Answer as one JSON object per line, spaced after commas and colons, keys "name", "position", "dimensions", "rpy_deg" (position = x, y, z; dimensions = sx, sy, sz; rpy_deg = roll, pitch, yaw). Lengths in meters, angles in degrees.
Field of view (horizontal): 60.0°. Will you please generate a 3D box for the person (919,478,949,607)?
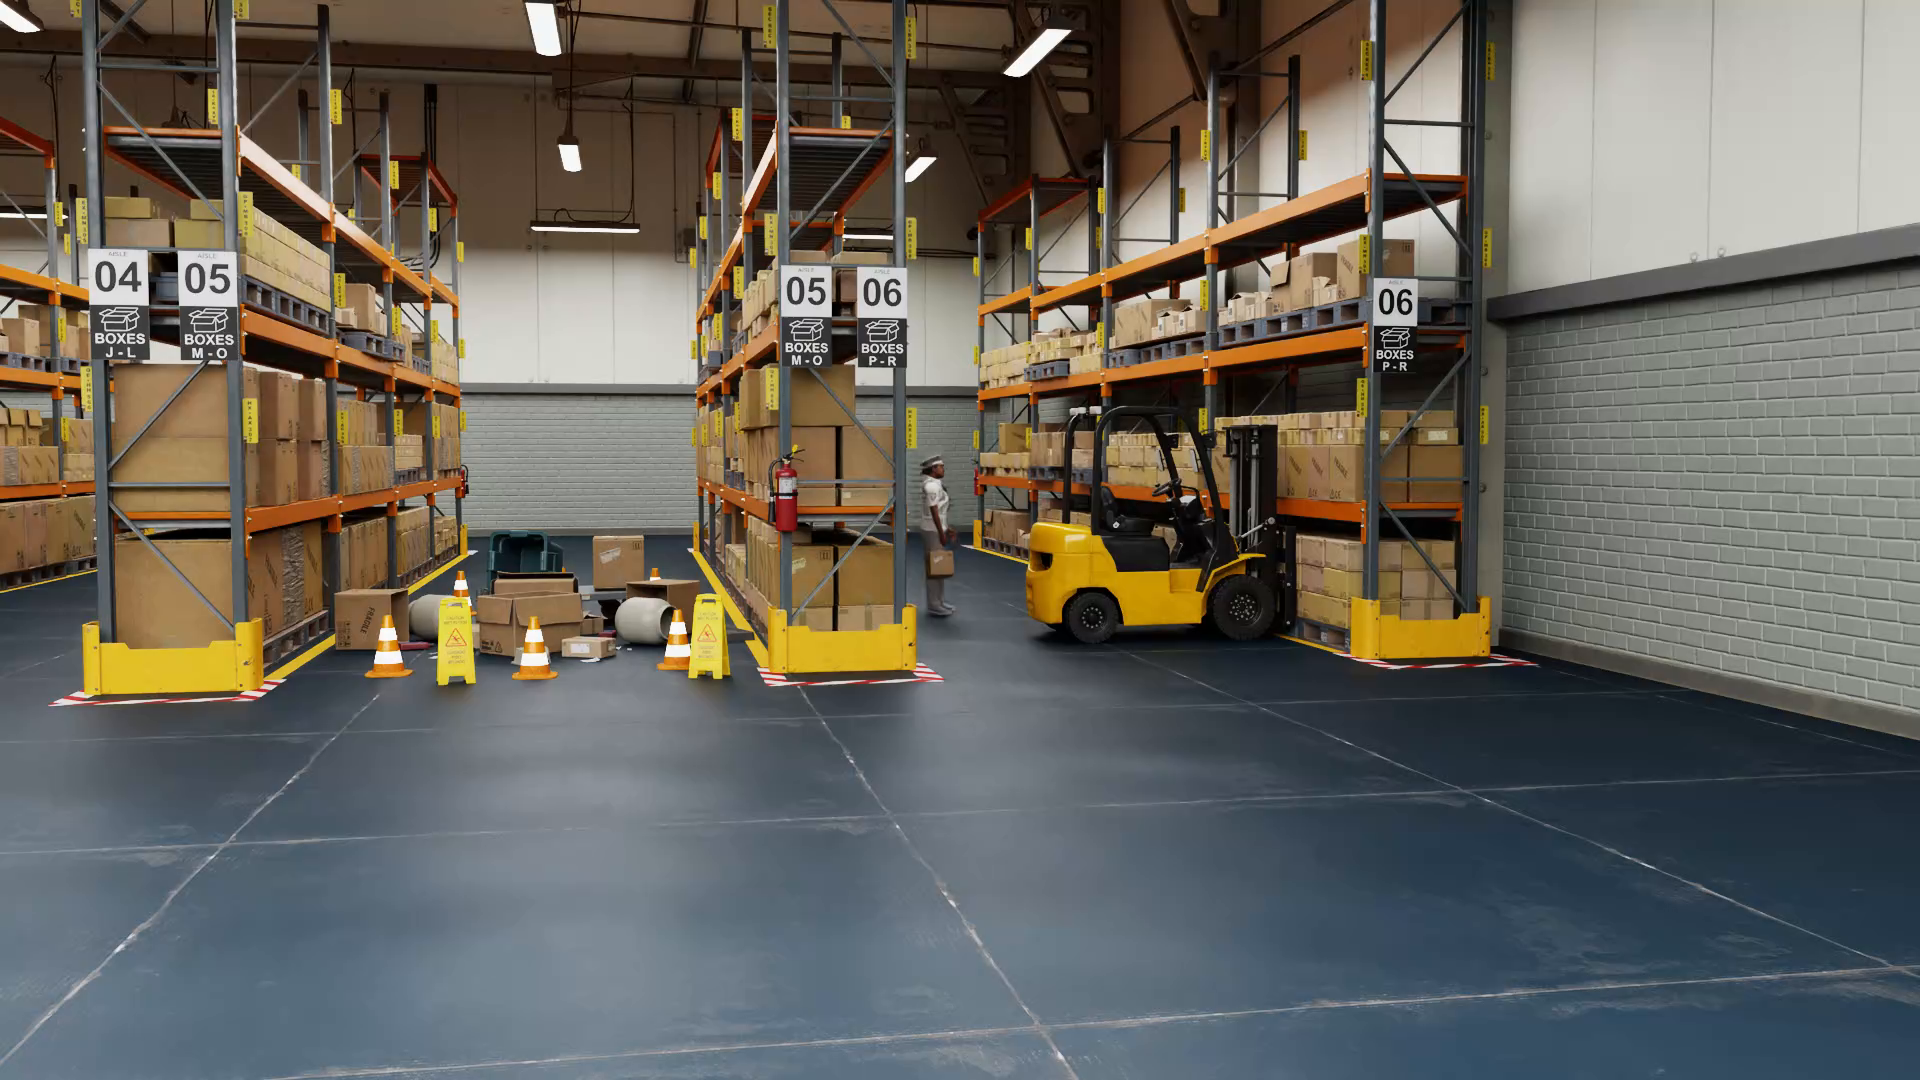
{"name": "person", "position": [-0.279, 0.029, 17.769], "dimensions": [0.328, 1.361, 0.418], "rpy_deg": [0, 3, -1]}
